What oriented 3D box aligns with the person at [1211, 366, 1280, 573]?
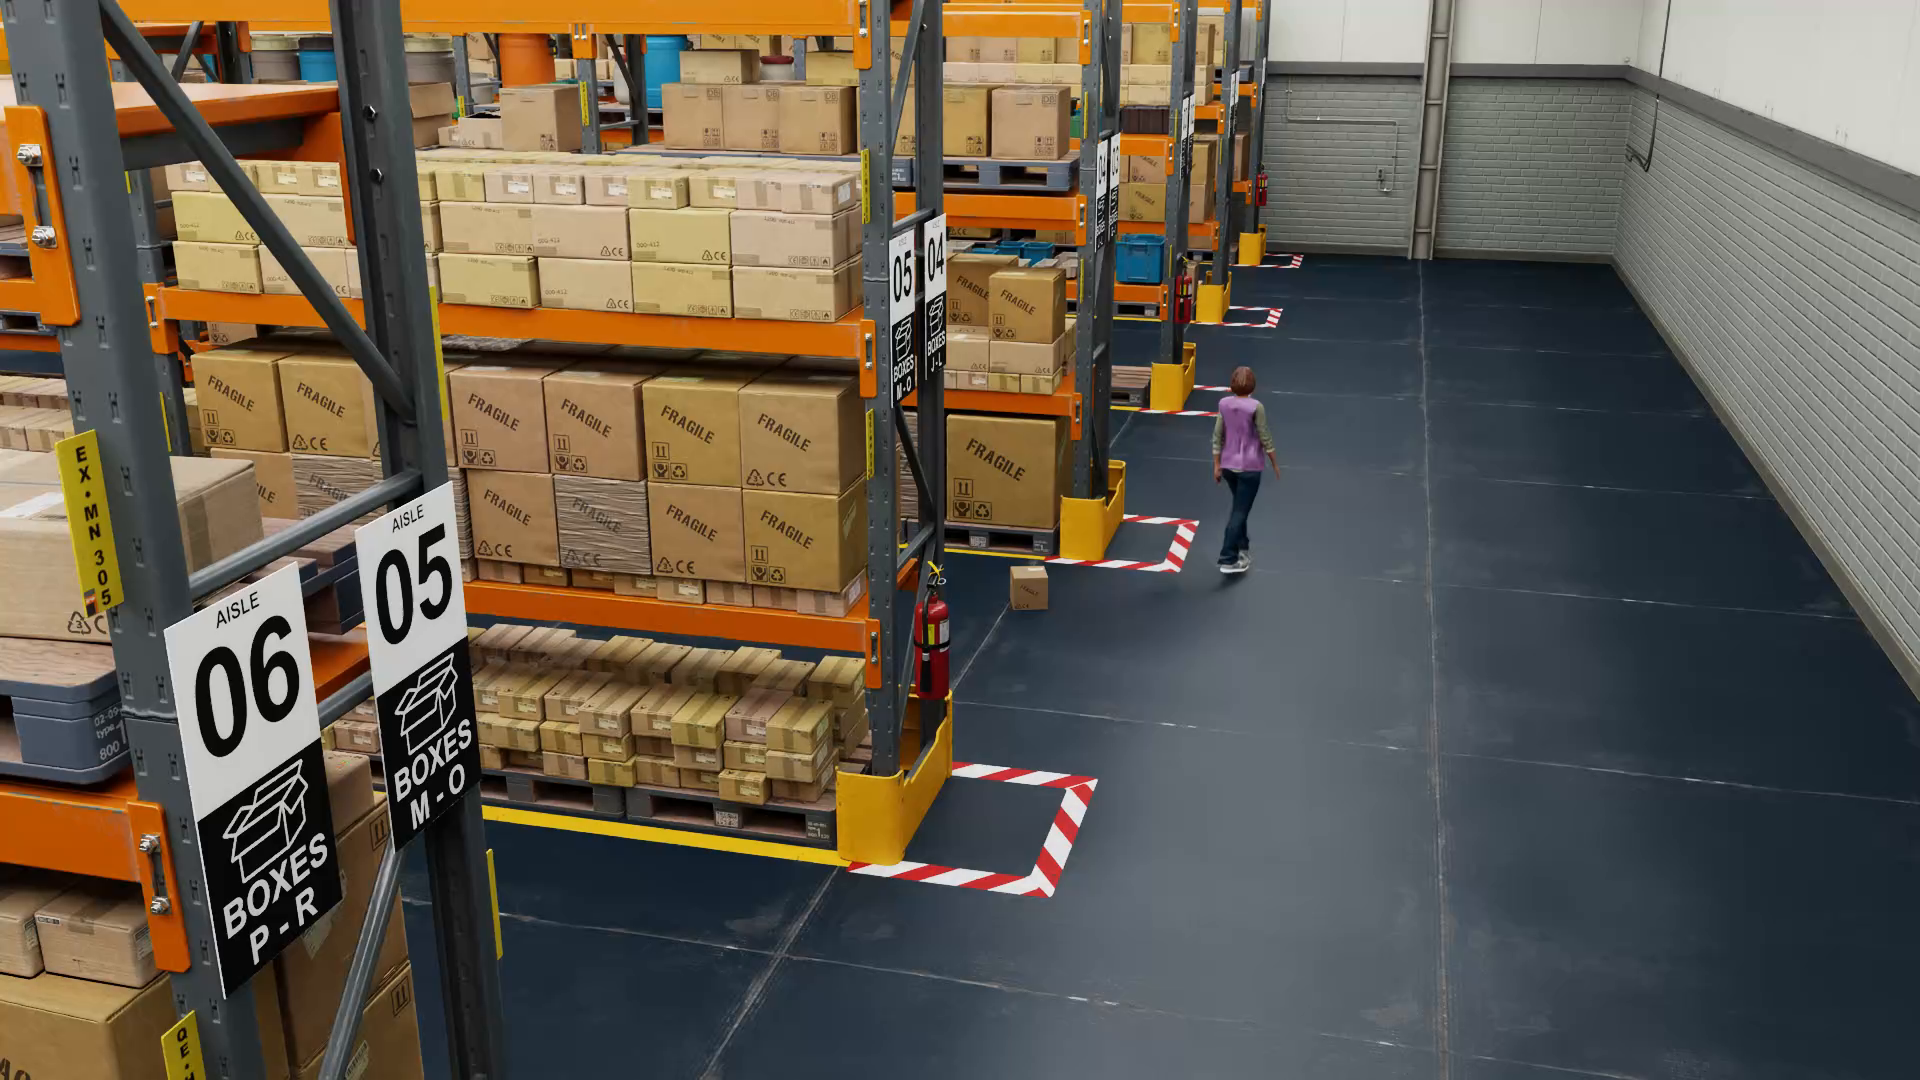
[{"bbox_3d":[2.165,-0.514,12.642,0.458,1.651,0.572,16,24,40],"label":"person"}]
